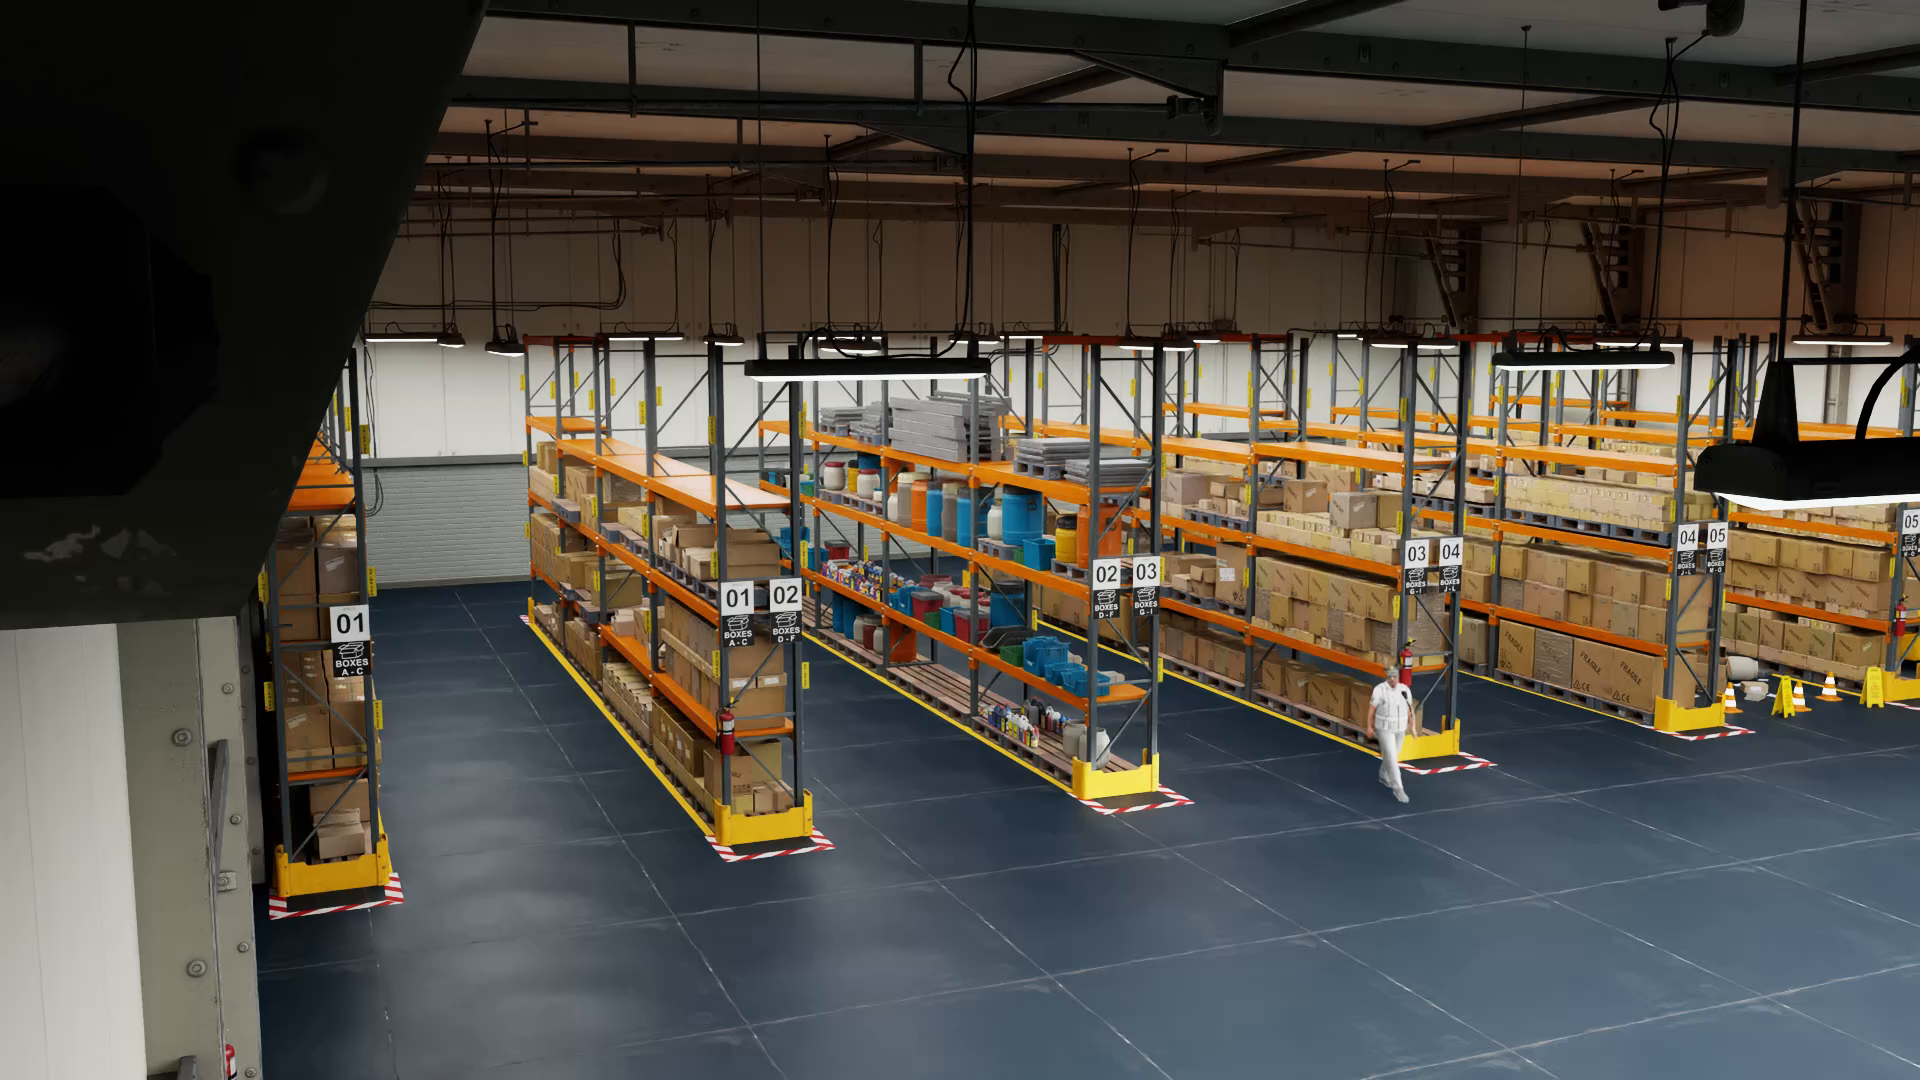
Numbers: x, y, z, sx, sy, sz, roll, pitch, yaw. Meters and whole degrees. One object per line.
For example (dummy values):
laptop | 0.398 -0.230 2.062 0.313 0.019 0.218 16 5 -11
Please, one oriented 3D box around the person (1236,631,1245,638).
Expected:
person | 5.581 1.216 32.005 0.531 1.715 1.074 -3 8 -20

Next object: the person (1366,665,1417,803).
person | 5.795 2.530 22.156 0.567 1.758 0.862 -2 8 -17
